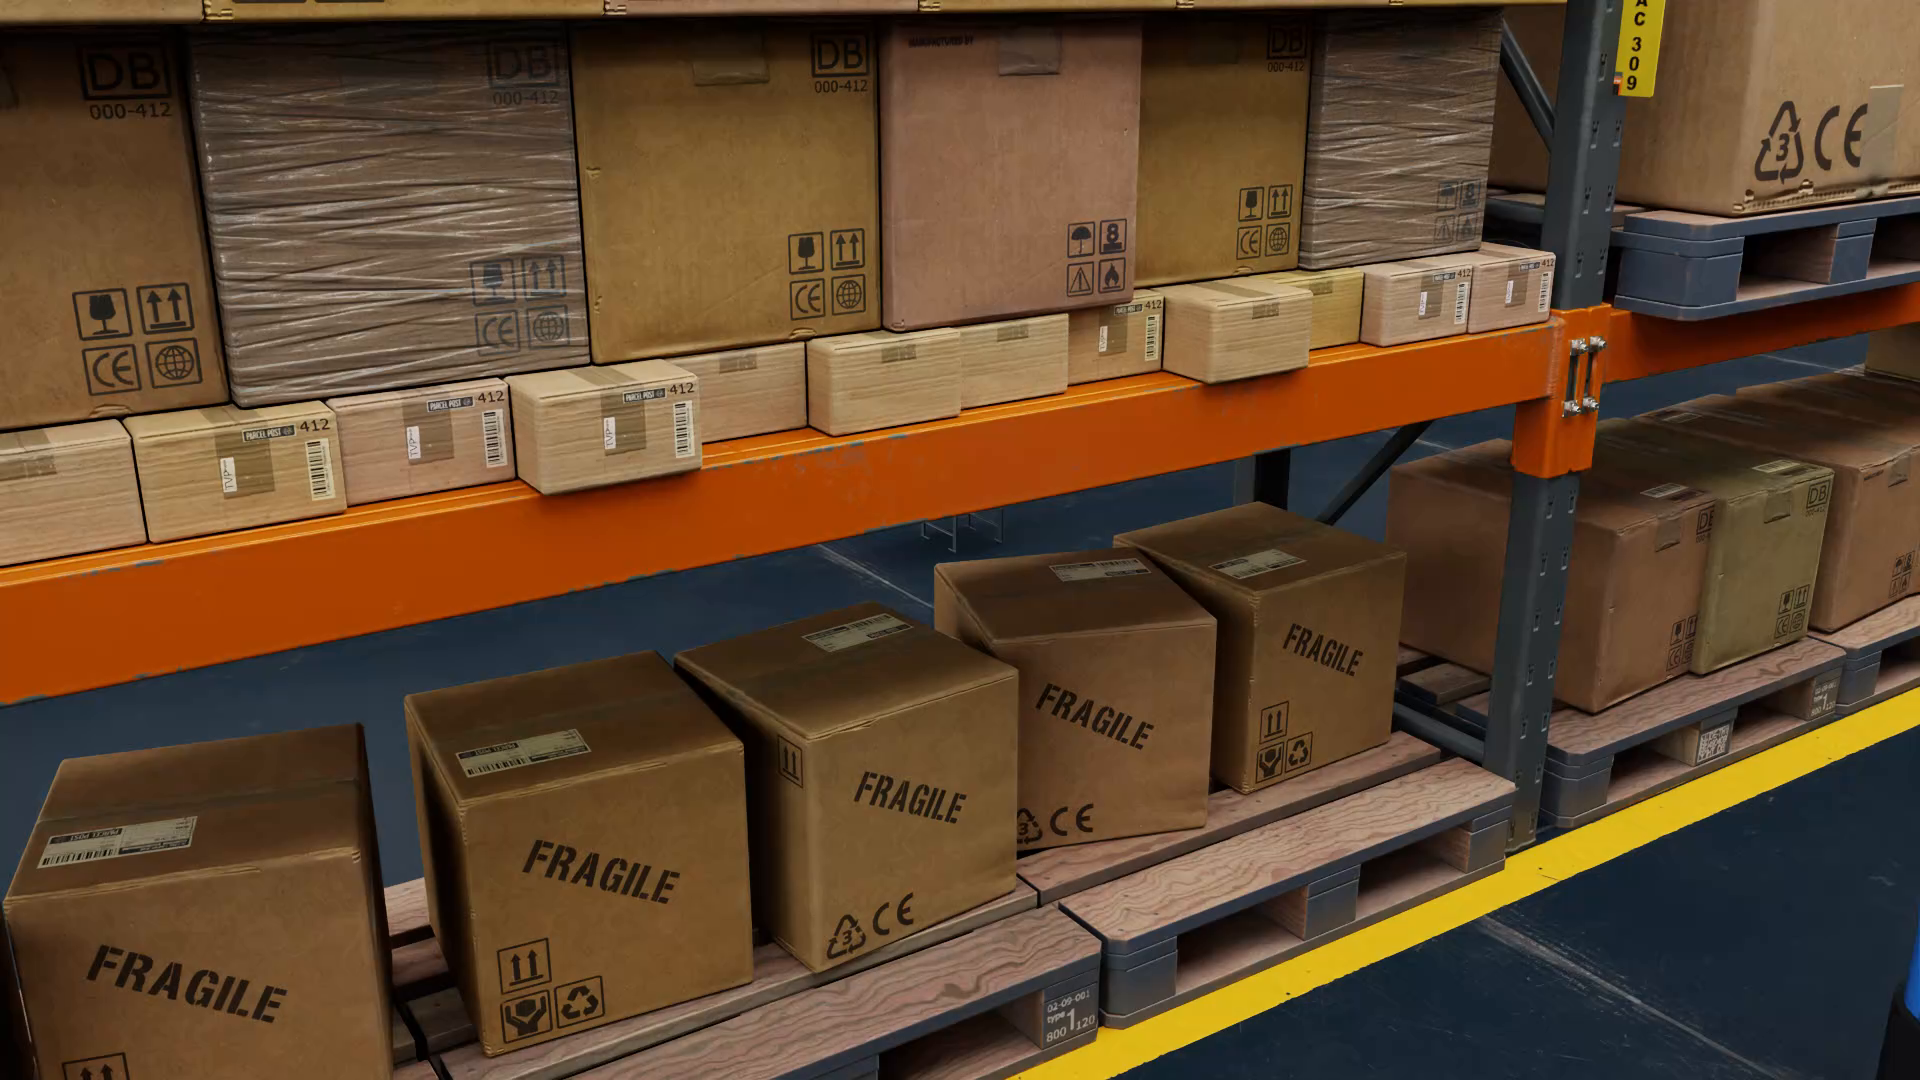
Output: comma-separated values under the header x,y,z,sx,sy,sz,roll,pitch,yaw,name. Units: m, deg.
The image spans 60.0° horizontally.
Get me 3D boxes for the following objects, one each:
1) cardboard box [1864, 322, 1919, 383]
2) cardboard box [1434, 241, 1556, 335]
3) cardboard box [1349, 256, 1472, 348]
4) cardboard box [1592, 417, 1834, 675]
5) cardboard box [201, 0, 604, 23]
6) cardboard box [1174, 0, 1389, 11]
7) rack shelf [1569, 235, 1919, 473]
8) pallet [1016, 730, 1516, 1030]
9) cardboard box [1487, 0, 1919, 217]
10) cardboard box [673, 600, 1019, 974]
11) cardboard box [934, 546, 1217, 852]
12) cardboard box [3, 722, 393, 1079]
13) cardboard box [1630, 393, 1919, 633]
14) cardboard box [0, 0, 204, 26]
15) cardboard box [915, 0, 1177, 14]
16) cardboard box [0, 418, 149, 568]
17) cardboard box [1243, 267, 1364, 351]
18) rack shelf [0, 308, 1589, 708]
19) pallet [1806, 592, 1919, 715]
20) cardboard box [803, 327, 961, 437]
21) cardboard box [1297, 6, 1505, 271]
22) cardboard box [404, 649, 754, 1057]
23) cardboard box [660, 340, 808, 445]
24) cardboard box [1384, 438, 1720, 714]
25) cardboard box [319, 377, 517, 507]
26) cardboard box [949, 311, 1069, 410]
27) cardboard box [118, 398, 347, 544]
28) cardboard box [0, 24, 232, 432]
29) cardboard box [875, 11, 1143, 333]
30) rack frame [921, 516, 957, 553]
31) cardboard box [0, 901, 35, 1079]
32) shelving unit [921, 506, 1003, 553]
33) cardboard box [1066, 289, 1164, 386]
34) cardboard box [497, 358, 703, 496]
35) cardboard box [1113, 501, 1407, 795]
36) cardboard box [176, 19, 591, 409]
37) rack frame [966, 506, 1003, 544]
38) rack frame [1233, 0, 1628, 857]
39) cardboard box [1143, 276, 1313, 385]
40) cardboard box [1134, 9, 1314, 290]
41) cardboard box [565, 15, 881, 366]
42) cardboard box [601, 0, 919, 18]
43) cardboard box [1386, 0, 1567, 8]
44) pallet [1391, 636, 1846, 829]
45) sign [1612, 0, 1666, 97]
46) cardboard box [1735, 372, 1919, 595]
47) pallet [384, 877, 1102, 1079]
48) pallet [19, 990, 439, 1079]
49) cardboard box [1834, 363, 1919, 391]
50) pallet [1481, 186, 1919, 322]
x,y,z,sx,sy,sz,roll,pitch,yaw,name
3.435,-0.663,5.568,0.500,0.250,0.500,-9,21,-25,cardboard box
1.057,-0.566,3.627,0.250,0.149,0.380,-12,22,-31,cardboard box
0.843,-0.524,3.504,0.250,0.149,0.380,-12,22,-31,cardboard box
2.008,-0.007,4.797,0.500,0.500,0.700,-12,22,-32,cardboard box
-0.818,-0.957,2.211,0.500,0.500,0.500,-12,22,-31,cardboard box
0.433,-1.222,2.993,0.500,0.500,0.500,-12,22,-31,cardboard box
2.745,-0.813,5.088,4.000,0.370,1.077,-12,22,-31,rack shelf
0.533,0.648,4.000,1.213,0.211,1.003,-12,22,-31,pallet
1.815,-1.387,4.071,1.000,1.000,1.000,-12,22,-31,cardboard box
-0.231,0.477,3.397,0.500,0.500,0.500,-14,23,-36,cardboard box
0.244,0.347,3.783,0.500,0.500,0.500,-5,19,-14,cardboard box
-1.255,0.669,2.831,0.500,0.500,0.500,-6,20,-17,cardboard box
2.475,-0.105,5.089,0.500,0.500,0.700,-14,23,-36,cardboard box
-1.235,-0.869,1.949,0.500,0.500,0.500,-12,22,-31,cardboard box
0.015,-1.134,2.734,0.500,0.500,0.500,-12,22,-31,cardboard box
-1.263,-0.093,2.227,0.250,0.149,0.380,-12,22,-31,cardboard box
0.601,-0.496,3.421,0.250,0.149,0.380,-12,22,-31,cardboard box
-0.596,-0.108,3.004,4.000,0.370,1.077,-12,22,-31,rack shelf
2.744,0.166,5.424,1.213,0.211,1.003,-12,22,-31,pallet
-0.204,-0.305,2.857,0.250,0.149,0.380,-12,22,-31,cardboard box
0.665,-0.927,3.682,0.500,0.500,0.875,-12,22,-31,cardboard box
-0.722,0.563,3.142,0.500,0.500,0.500,-10,21,-26,cardboard box
-0.455,-0.282,2.787,0.250,0.149,0.380,-12,22,-31,cardboard box
1.599,0.072,4.564,0.500,0.500,0.700,-14,23,-36,cardboard box
-0.857,-0.186,2.504,0.250,0.149,0.380,-12,22,-31,cardboard box
-0.014,-0.359,3.015,0.250,0.149,0.380,-12,22,-31,cardboard box
-1.050,-0.135,2.352,0.250,0.149,0.380,-12,22,-31,cardboard box
-1.440,-0.495,2.404,0.500,0.500,0.875,-12,22,-31,cardboard box
-0.134,-0.733,3.109,0.500,0.500,0.875,-12,22,-31,cardboard box
-0.078,-0.410,6.052,0.006,0.900,0.240,-12,22,-31,rack frame
-1.735,0.783,2.492,0.500,0.500,0.500,-8,20,-21,cardboard box
0.007,-0.428,6.105,0.210,0.900,0.258,-12,22,-31,shelving unit
0.172,-0.414,3.177,0.250,0.149,0.380,-12,22,-31,cardboard box
-0.591,-0.202,2.552,0.250,0.149,0.380,-12,22,-31,cardboard box
0.719,0.244,4.087,0.500,0.500,0.500,-13,22,-33,cardboard box
-0.999,-0.571,2.630,0.500,0.500,0.875,-12,22,-31,cardboard box
0.092,-0.446,6.158,0.006,0.900,0.240,-12,22,-31,rack frame
1.075,-0.801,3.931,0.127,3.000,1.000,-12,22,-31,rack frame
0.454,-0.422,3.203,0.250,0.149,0.380,-12,22,-31,cardboard box
0.228,-0.848,3.449,0.500,0.500,0.875,-12,22,-31,cardboard box
-0.575,-0.656,2.881,0.500,0.500,0.875,-12,22,-31,cardboard box
-0.404,-1.047,2.476,0.500,0.500,0.500,-12,22,-31,cardboard box
0.850,-1.310,3.255,0.500,0.500,0.500,-12,22,-31,cardboard box
1.724,0.382,4.784,1.213,0.211,1.003,-12,22,-31,pallet
1.380,-1.067,3.367,0.005,0.325,0.100,-12,22,-31,sign
2.941,-0.204,5.380,0.500,0.500,0.700,-10,21,-27,cardboard box
-0.487,0.864,3.360,1.213,0.211,1.003,-12,22,-31,pallet
-1.505,1.077,2.728,1.213,0.211,1.003,-12,22,-31,pallet
3.411,-0.305,5.681,0.500,0.500,0.700,-14,23,-36,cardboard box
1.793,-0.806,4.245,1.213,0.211,1.003,-12,22,-31,pallet
